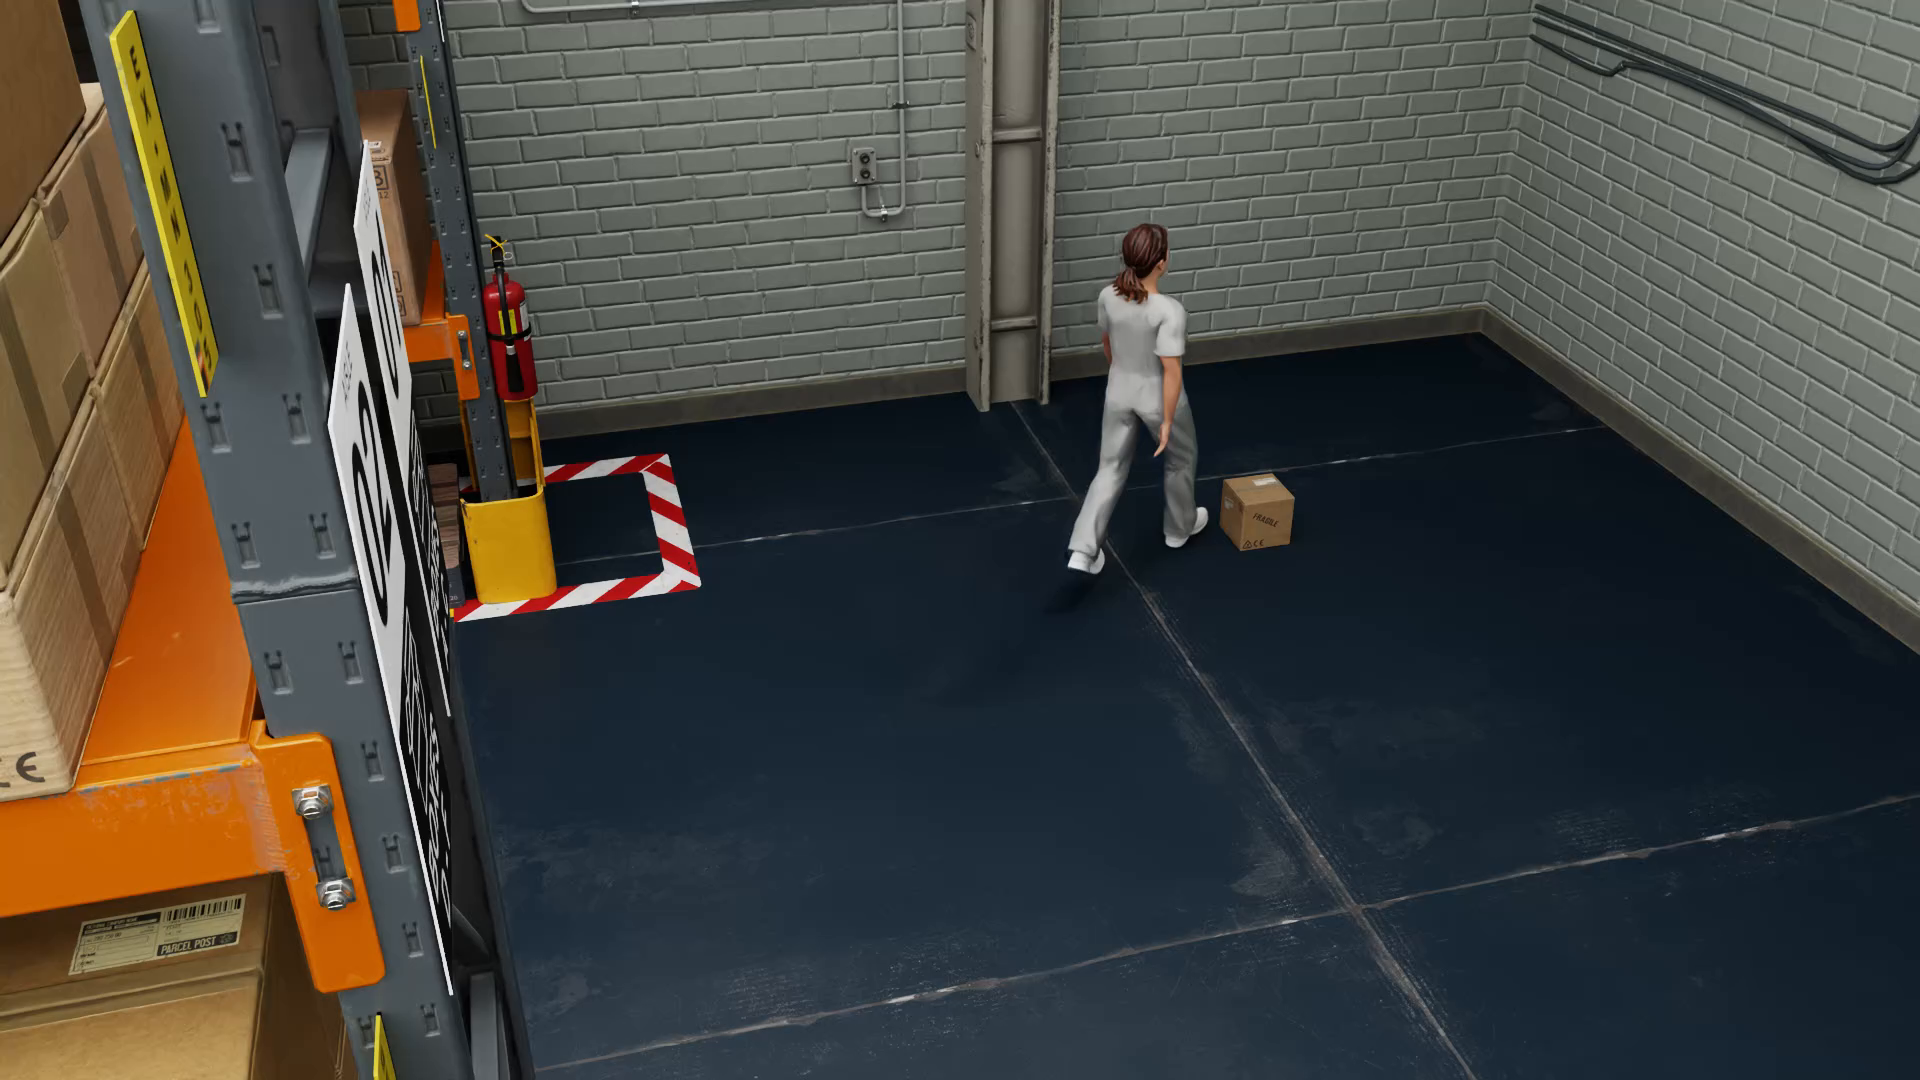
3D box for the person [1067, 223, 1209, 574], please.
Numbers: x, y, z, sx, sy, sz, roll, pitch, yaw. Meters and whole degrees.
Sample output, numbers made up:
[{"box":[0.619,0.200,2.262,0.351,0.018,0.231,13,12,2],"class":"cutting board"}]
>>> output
[{"box":[0.795,-0.562,7.219,0.447,1.520,0.980,17,34,26],"class":"person"}]
